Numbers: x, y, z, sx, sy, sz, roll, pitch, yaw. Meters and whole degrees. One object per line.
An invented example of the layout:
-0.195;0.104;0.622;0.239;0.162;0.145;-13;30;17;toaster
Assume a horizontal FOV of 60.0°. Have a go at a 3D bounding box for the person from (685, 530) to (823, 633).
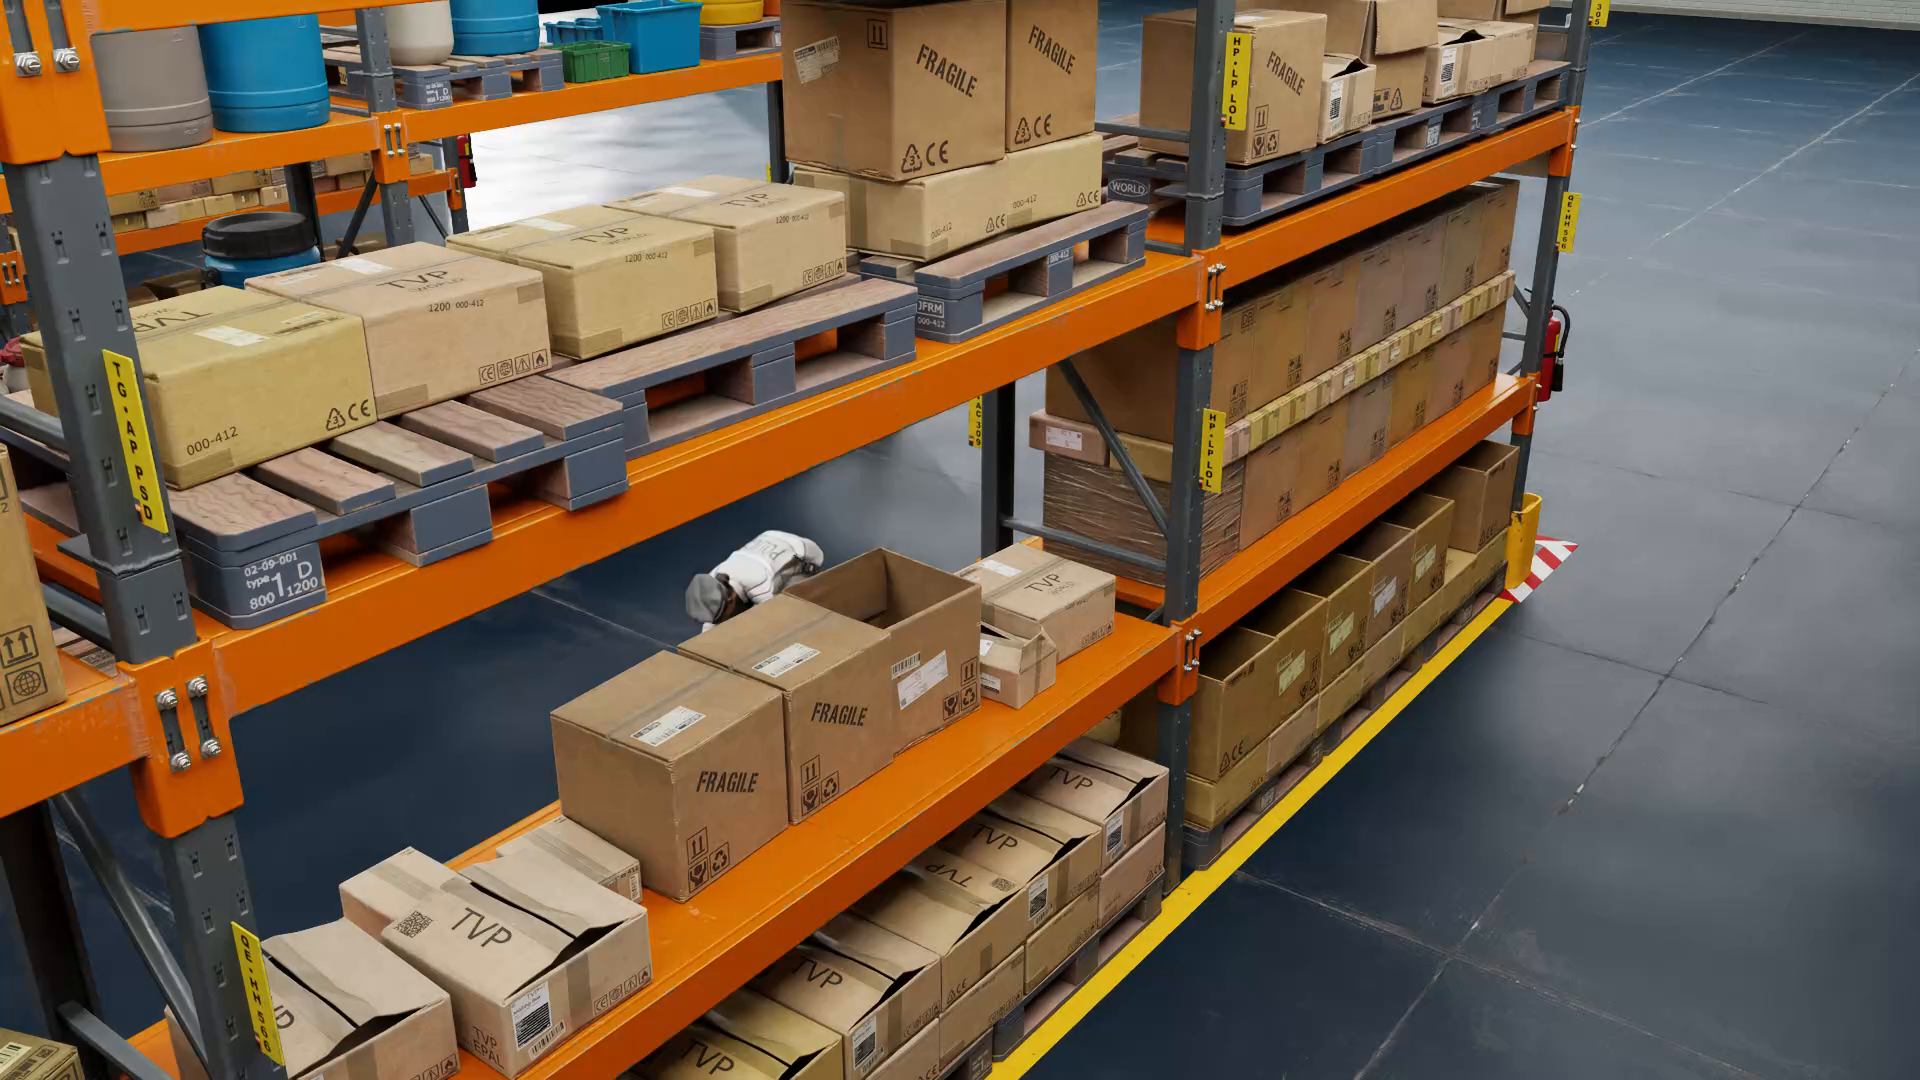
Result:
-1.089;0.401;8.850;0.459;0.760;0.914;16;28;32;person
